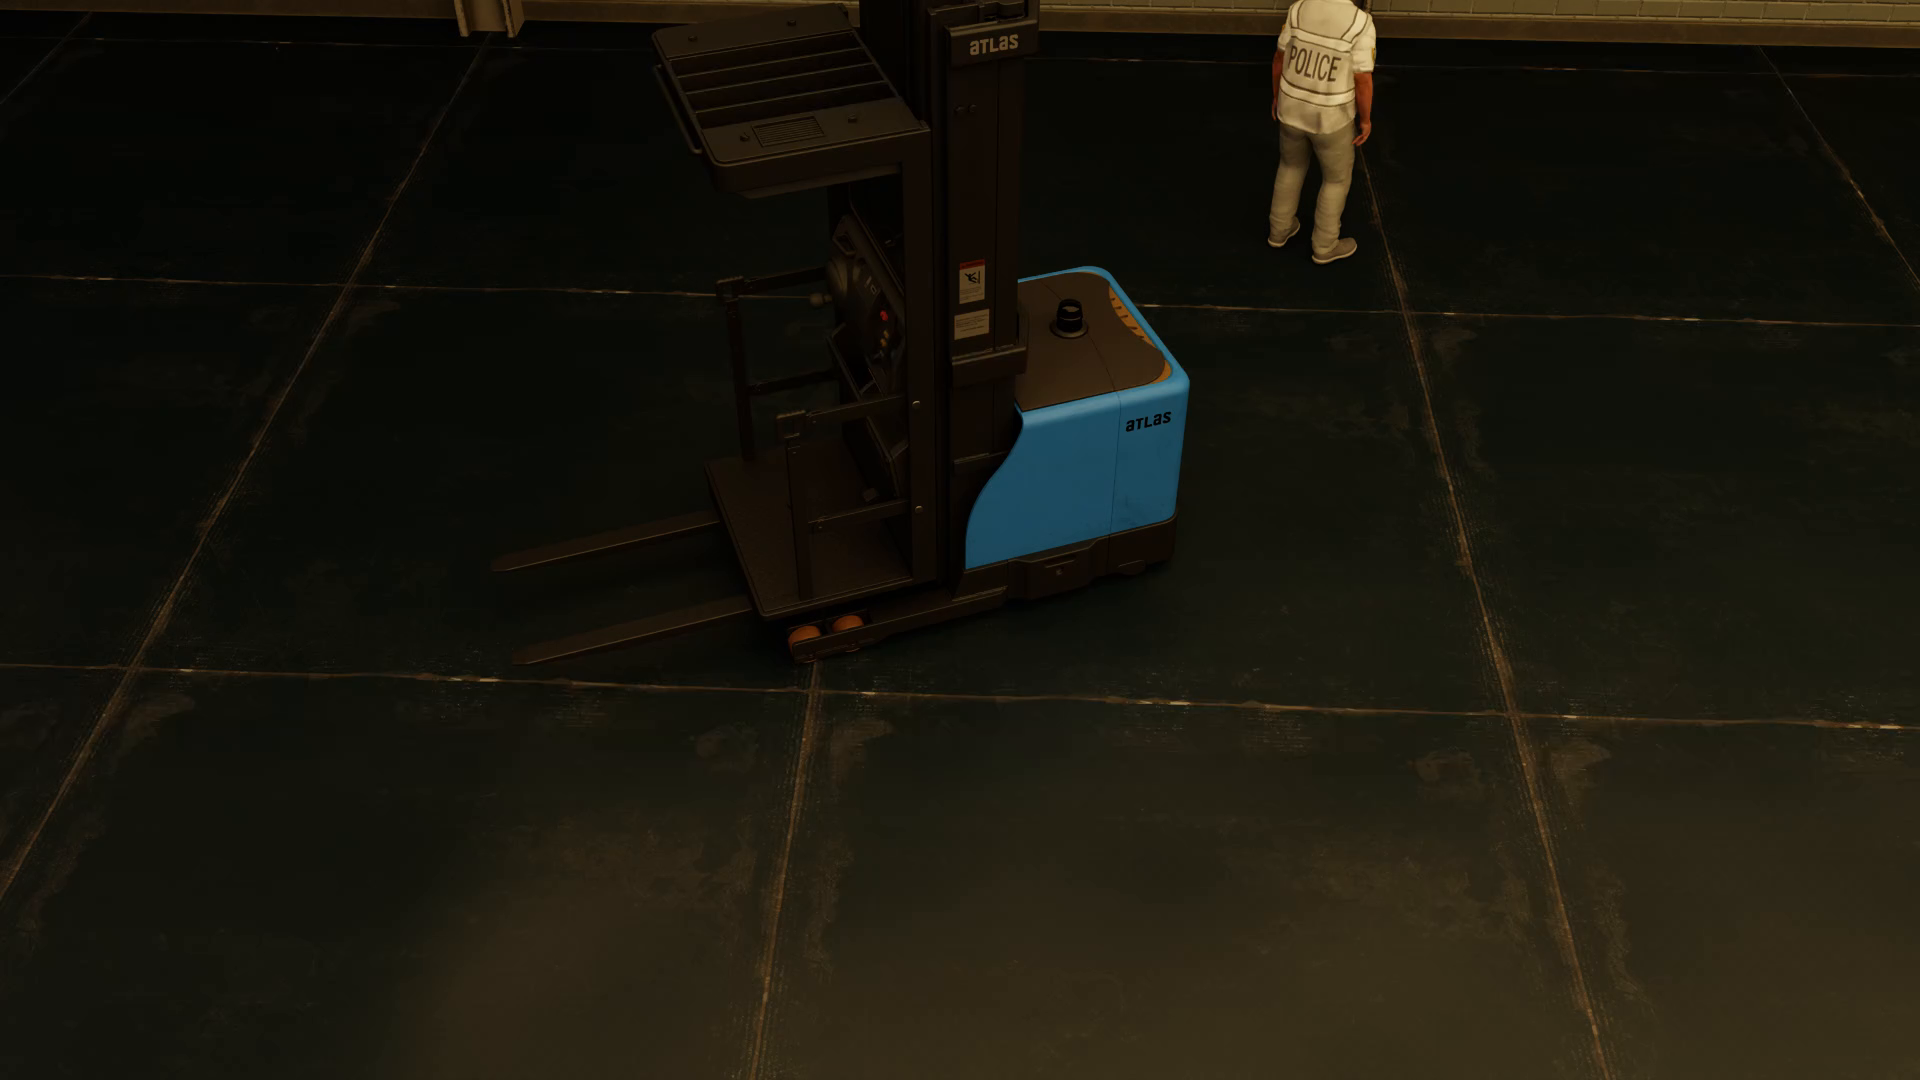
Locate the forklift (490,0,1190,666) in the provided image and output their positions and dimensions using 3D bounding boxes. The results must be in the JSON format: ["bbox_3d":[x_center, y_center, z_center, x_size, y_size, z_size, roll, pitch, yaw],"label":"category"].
[{"bbox_3d":[-0.573,-0.945,6.778,3.031,2.935,1.130,-13,44,-14],"label":"forklift"}]

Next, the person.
[{"bbox_3d":[1.993,-2.376,9.221,0.607,1.748,0.437,26,49,26],"label":"person"}]
